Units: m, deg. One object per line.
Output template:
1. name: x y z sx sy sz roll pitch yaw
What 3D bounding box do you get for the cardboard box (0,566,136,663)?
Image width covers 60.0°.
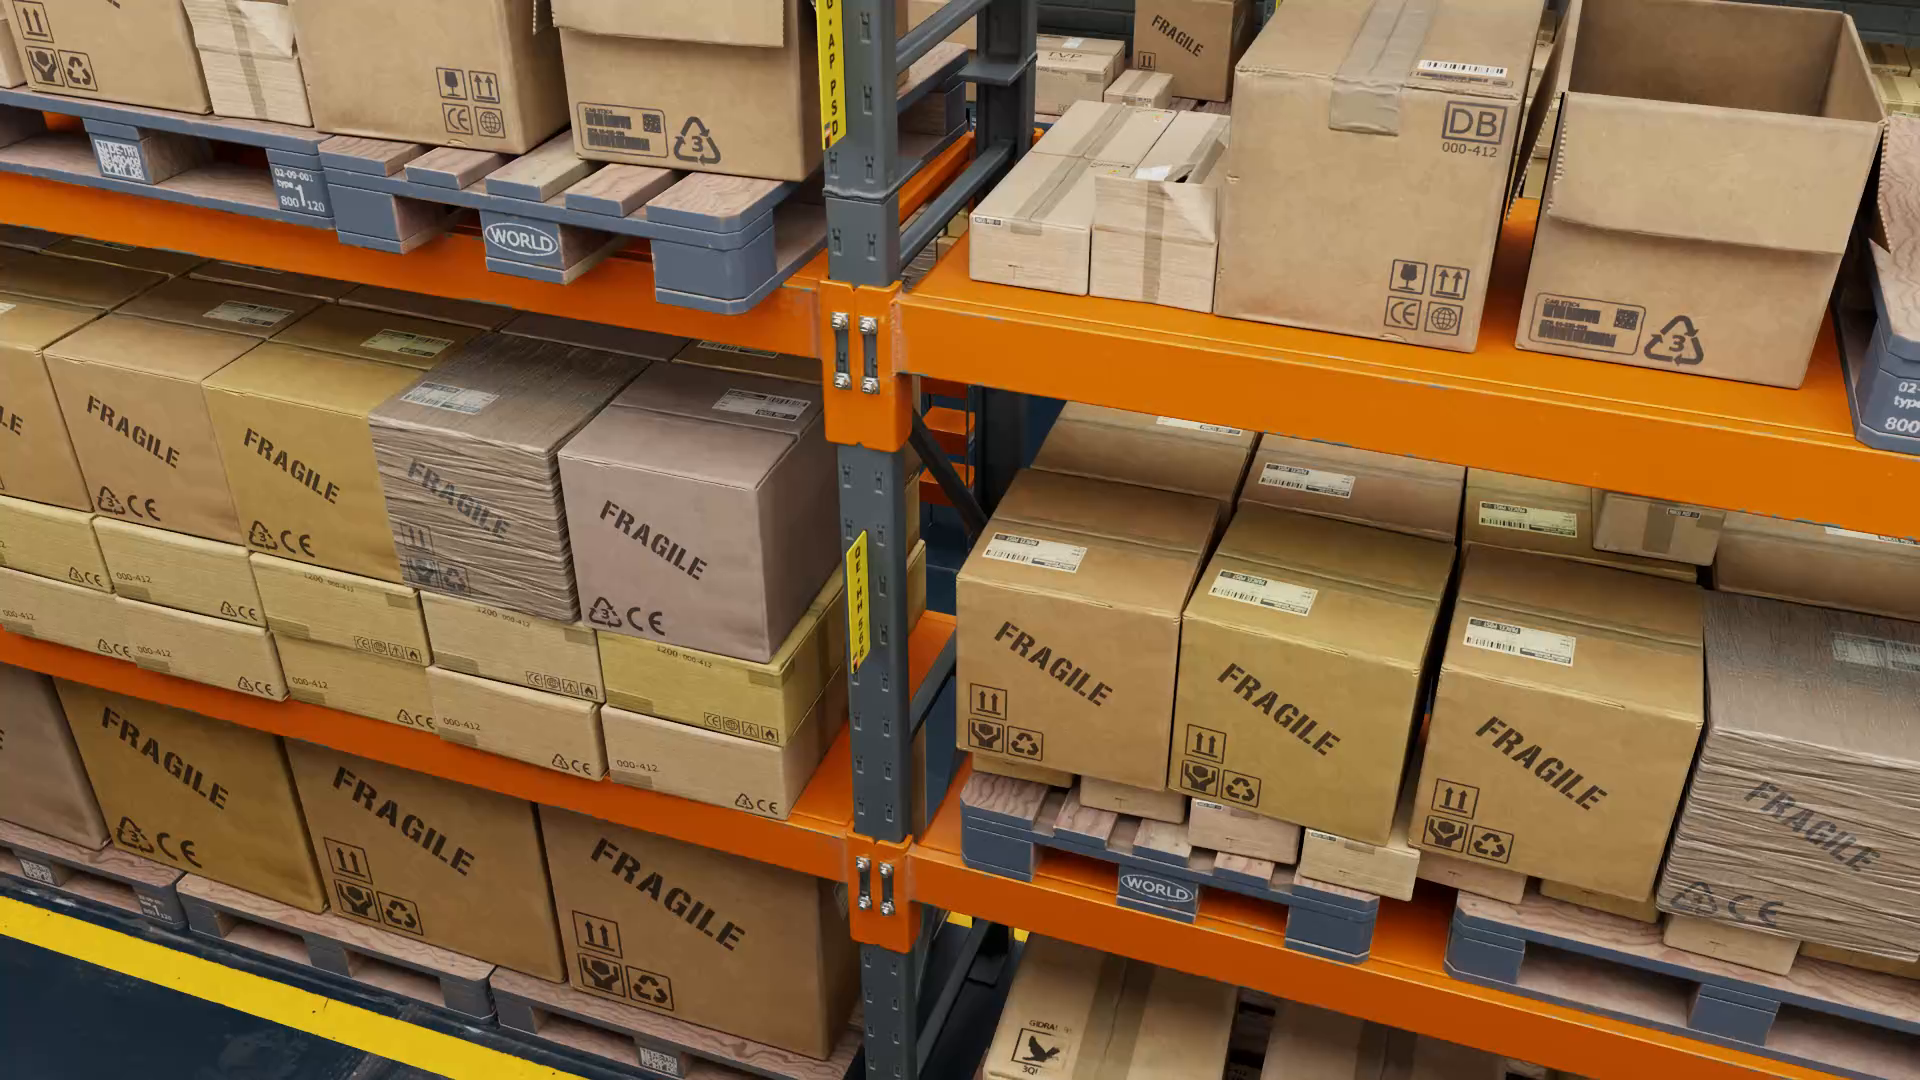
1. cardboard box: -2.516 0.085 4.991 0.500 0.250 0.500 11 34 16

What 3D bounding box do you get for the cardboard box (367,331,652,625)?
1. cardboard box: -1.102 -0.170 4.233 0.500 0.500 0.500 12 35 17

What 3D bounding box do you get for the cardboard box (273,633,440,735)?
1. cardboard box: -1.559 0.260 4.720 0.500 0.250 0.500 11 34 16

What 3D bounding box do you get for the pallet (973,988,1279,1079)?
1. pallet: 0.694 1.658 4.987 1.213 0.211 1.003 11 34 16

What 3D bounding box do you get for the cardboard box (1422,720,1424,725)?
1. cardboard box: 1.110 0.298 4.368 0.250 0.149 0.380 9 34 14

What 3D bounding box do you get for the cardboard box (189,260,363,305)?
1. cardboard box: -1.849 -0.617 4.925 0.500 0.500 0.500 12 35 17

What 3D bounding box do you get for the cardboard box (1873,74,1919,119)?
1. cardboard box: 4.020 -1.894 7.228 0.250 0.149 0.380 10 34 15

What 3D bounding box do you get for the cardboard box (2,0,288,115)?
1. cardboard box: -1.798 -1.310 3.769 0.500 0.500 0.500 11 35 17

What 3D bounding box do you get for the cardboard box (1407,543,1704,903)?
1. cardboard box: 1.300 0.386 3.633 0.500 0.500 0.500 12 35 17

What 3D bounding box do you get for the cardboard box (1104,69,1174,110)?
1. cardboard box: 0.882 -2.187 8.217 0.250 0.149 0.380 12 35 17

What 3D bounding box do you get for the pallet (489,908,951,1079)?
1. pallet: -0.758 1.332 5.493 1.213 0.211 1.003 11 34 16

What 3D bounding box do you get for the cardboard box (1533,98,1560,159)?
1. cardboard box: 2.923 -1.936 7.660 0.500 0.250 0.500 10 34 15

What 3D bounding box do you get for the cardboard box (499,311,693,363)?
1. cardboard box: -0.893 -0.420 4.621 0.500 0.500 0.500 11 34 17

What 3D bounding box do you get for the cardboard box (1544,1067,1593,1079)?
1. cardboard box: 1.897 1.652 4.462 0.625 0.372 0.950 12 35 18

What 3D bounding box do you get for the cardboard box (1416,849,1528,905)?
1. cardboard box: 1.204 0.634 3.847 0.250 0.149 0.380 13 35 19

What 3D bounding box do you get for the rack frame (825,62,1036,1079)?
1. rack frame: -0.041 0.343 4.453 0.127 3.000 1.000 11 34 16

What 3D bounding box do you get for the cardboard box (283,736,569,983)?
1. cardboard box: -1.501 0.725 5.433 0.875 0.875 0.875 11 35 17

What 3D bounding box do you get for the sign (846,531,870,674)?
1. sign: -0.225 0.141 3.699 0.005 0.325 0.100 11 34 16

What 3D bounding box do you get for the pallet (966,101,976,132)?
1. pallet: -0.202 -2.465 8.979 1.213 0.211 1.003 11 34 16

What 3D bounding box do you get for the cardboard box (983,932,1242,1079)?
1. cardboard box: 0.488 1.379 4.884 0.625 0.372 0.950 9 34 13

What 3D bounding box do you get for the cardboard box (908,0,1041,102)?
1. cardboard box: 0.031 -2.616 8.554 0.637 0.503 0.797 10 34 15

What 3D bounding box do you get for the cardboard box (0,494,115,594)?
1. cardboard box: -2.521 -0.124 4.855 0.500 0.250 0.500 11 35 17

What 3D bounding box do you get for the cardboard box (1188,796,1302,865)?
1. cardboard box: 0.699 0.569 3.947 0.250 0.149 0.380 9 34 13

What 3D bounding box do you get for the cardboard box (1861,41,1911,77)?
1. cardboard box: 4.194 -2.165 7.648 0.250 0.149 0.380 11 34 16

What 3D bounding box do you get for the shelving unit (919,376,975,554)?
1. shelving unit: -0.050 -0.451 7.480 0.252 1.050 0.215 11 34 16

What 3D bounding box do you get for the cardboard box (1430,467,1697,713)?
1. cardboard box: 1.447 0.122 4.042 0.500 0.500 0.500 9 34 13

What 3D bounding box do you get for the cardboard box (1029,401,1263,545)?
1. cardboard box: 0.481 -0.059 4.322 0.500 0.500 0.500 10 34 15

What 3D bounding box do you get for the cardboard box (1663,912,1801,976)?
1. cardboard box: 1.707 0.747 3.672 0.250 0.149 0.380 12 35 18

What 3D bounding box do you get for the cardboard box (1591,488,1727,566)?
1. cardboard box: 1.594 -0.117 3.815 0.250 0.149 0.380 9 34 14

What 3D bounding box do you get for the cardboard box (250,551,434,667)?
1. cardboard box: -1.555 0.062 4.566 0.500 0.250 0.500 10 34 15

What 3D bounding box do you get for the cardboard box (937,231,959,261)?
1. cardboard box: 0.199 -1.477 9.190 0.500 0.500 0.500 13 35 19

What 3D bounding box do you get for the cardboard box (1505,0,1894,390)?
1. cardboard box: 1.405 -0.696 3.202 0.637 0.503 0.797 11 34 16

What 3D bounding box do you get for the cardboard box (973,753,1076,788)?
1. cardboard box: 0.202 0.427 4.168 0.250 0.149 0.380 9 34 14

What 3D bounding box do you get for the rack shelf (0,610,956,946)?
1. rack shelf: -1.924 0.279 5.215 4.000 0.370 1.077 11 34 16

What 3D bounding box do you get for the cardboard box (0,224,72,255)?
1. cardboard box: -2.811 -0.806 5.220 0.500 0.500 0.500 12 35 17

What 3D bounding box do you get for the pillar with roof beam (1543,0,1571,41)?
1. pillar with roof beam: 1.709 -2.736 3.691 0.400 9.000 9.100 11 34 16

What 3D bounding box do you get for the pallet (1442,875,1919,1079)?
1. pallet: 1.836 0.765 3.976 1.213 0.211 1.003 11 34 16

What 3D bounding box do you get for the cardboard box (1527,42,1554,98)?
1. cardboard box: 2.584 -2.174 7.662 0.250 0.149 0.380 11 35 17

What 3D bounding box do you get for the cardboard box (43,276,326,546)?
1. cardboard box: -2.041 -0.360 4.529 0.500 0.500 0.500 10 34 16

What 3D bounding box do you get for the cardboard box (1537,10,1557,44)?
1. cardboard box: 2.767 -2.472 8.123 0.250 0.149 0.380 10 34 16

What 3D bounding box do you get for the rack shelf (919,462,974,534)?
1. rack shelf: -0.050 -0.208 7.637 0.240 0.259 0.215 11 34 16

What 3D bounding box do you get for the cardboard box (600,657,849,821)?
1. cardboard box: -0.604 0.446 4.432 0.500 0.250 0.500 10 34 15

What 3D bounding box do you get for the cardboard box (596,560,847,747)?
1. cardboard box: -0.583 0.237 4.295 0.500 0.250 0.500 11 34 16

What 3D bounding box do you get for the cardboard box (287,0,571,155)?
1. cardboard box: -1.037 -1.220 3.629 0.500 0.500 0.700 9 34 14

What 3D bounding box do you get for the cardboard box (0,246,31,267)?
1. cardboard box: -3.001 -0.545 4.814 0.500 0.500 0.500 11 34 16

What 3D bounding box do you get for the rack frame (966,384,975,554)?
1. rack frame: 0.064 -0.429 7.446 0.008 1.050 0.200 11 34 16

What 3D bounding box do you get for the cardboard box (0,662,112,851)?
1. cardboard box: -3.196 0.400 5.937 0.875 0.875 0.875 12 35 18

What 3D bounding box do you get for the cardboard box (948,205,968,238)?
1. cardboard box: 0.111 -1.774 9.051 0.250 0.149 0.380 10 34 16

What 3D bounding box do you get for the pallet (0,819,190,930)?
1. pallet: -3.055 0.885 6.184 1.213 0.211 1.003 11 34 16

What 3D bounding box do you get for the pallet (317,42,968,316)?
1. pallet: -0.665 -0.928 3.831 1.003 0.211 1.213 13 35 19

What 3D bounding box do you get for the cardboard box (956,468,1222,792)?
1. cardboard box: 0.305 0.200 3.921 0.500 0.500 0.500 10 34 15

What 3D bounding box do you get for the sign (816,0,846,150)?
1. sign: -0.236 -0.886 3.041 0.005 0.325 0.100 11 34 16

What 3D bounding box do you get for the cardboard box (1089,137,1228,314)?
1. cardboard box: 0.439 -0.669 3.380 0.258 0.266 0.396 11 34 16

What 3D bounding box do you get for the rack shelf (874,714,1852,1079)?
1. rack shelf: 1.842 1.011 4.081 4.000 0.370 1.077 11 34 16

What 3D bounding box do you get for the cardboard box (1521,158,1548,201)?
1. cardboard box: 2.925 -1.738 7.814 0.500 0.250 0.500 10 34 15

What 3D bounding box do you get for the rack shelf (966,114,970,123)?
1. rack shelf: -0.253 -2.256 9.142 4.000 0.370 1.077 11 34 16

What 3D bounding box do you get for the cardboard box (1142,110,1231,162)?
1. cardboard box: 0.563 -0.820 3.720 0.250 0.149 0.380 11 34 16
